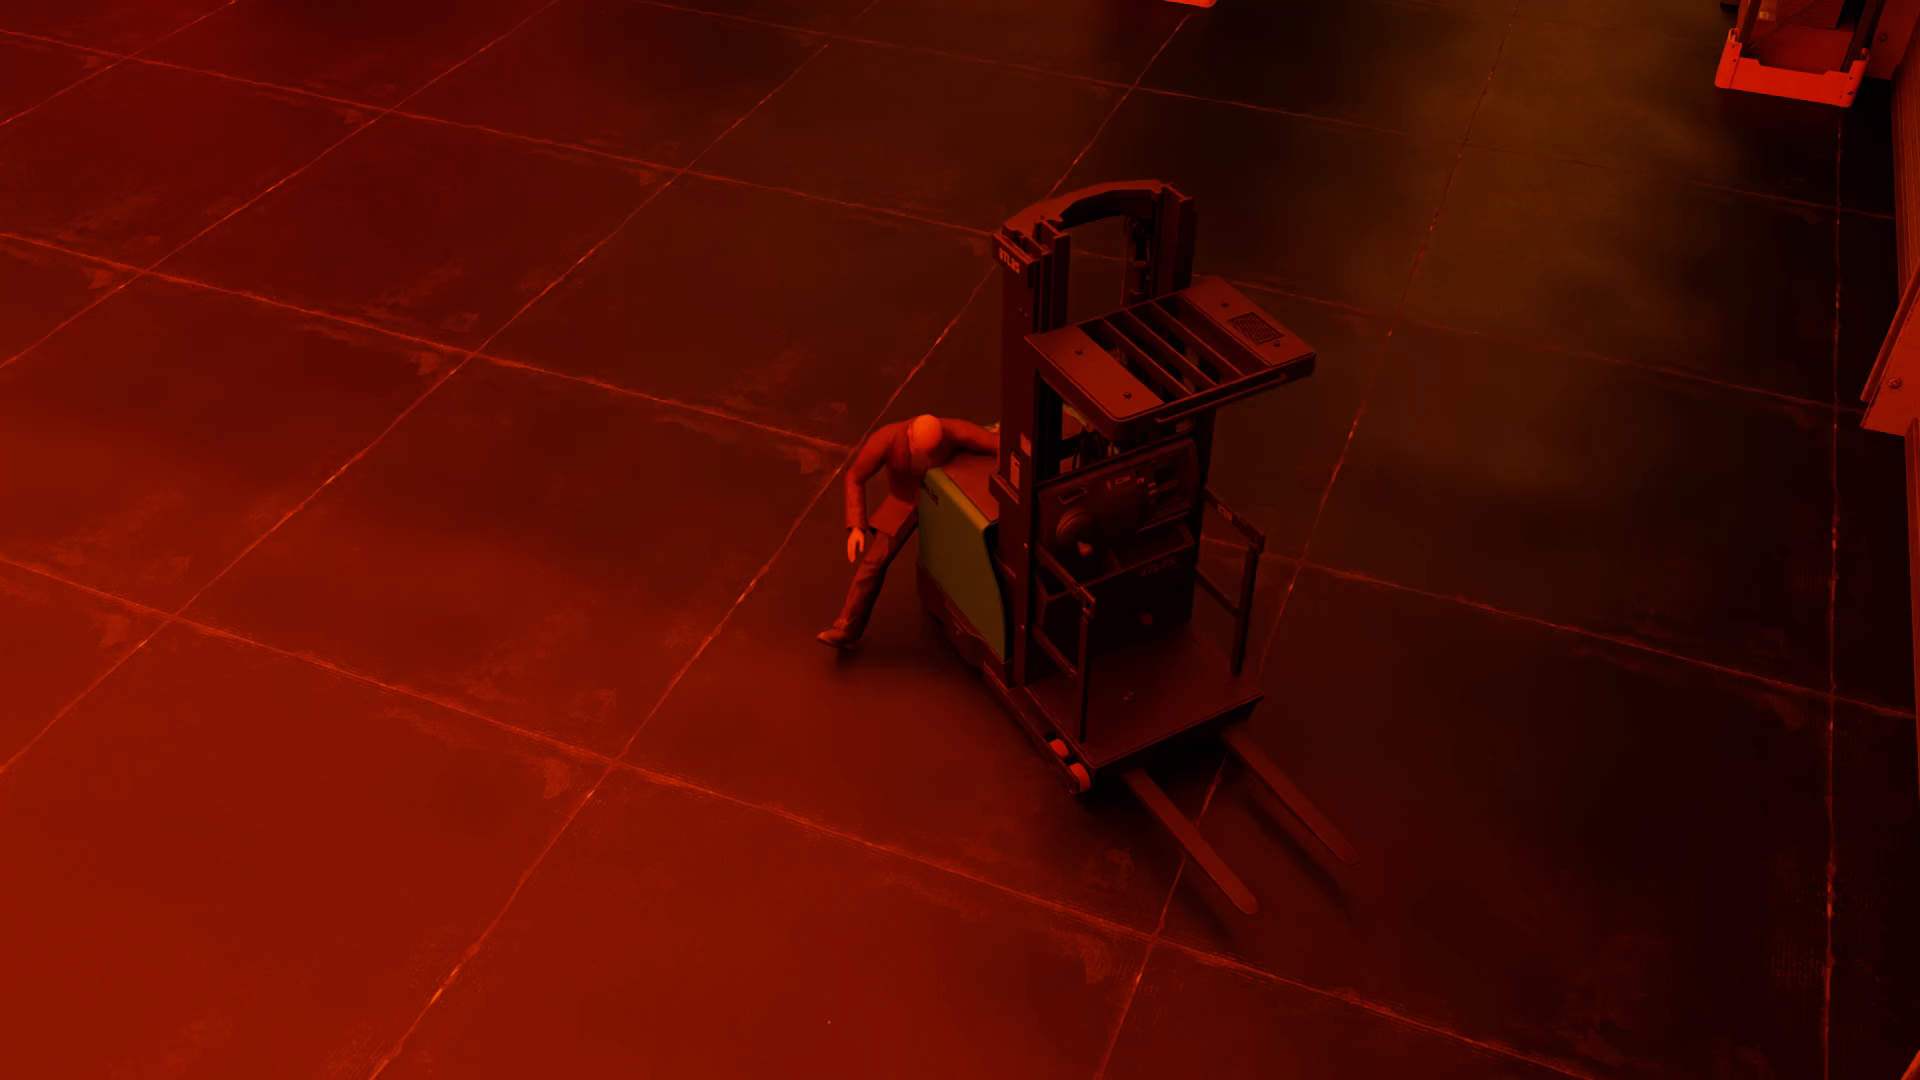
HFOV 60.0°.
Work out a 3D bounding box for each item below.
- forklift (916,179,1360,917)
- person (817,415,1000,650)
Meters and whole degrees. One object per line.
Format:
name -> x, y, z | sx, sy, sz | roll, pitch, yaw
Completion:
forklift -> 0.908, -0.132, 8.164 | 1.130, 2.935, 3.031 | -20, 44, -22
person -> -0.150, -0.089, 9.297 | 1.240, 1.441, 1.007 | 3, 40, 3
